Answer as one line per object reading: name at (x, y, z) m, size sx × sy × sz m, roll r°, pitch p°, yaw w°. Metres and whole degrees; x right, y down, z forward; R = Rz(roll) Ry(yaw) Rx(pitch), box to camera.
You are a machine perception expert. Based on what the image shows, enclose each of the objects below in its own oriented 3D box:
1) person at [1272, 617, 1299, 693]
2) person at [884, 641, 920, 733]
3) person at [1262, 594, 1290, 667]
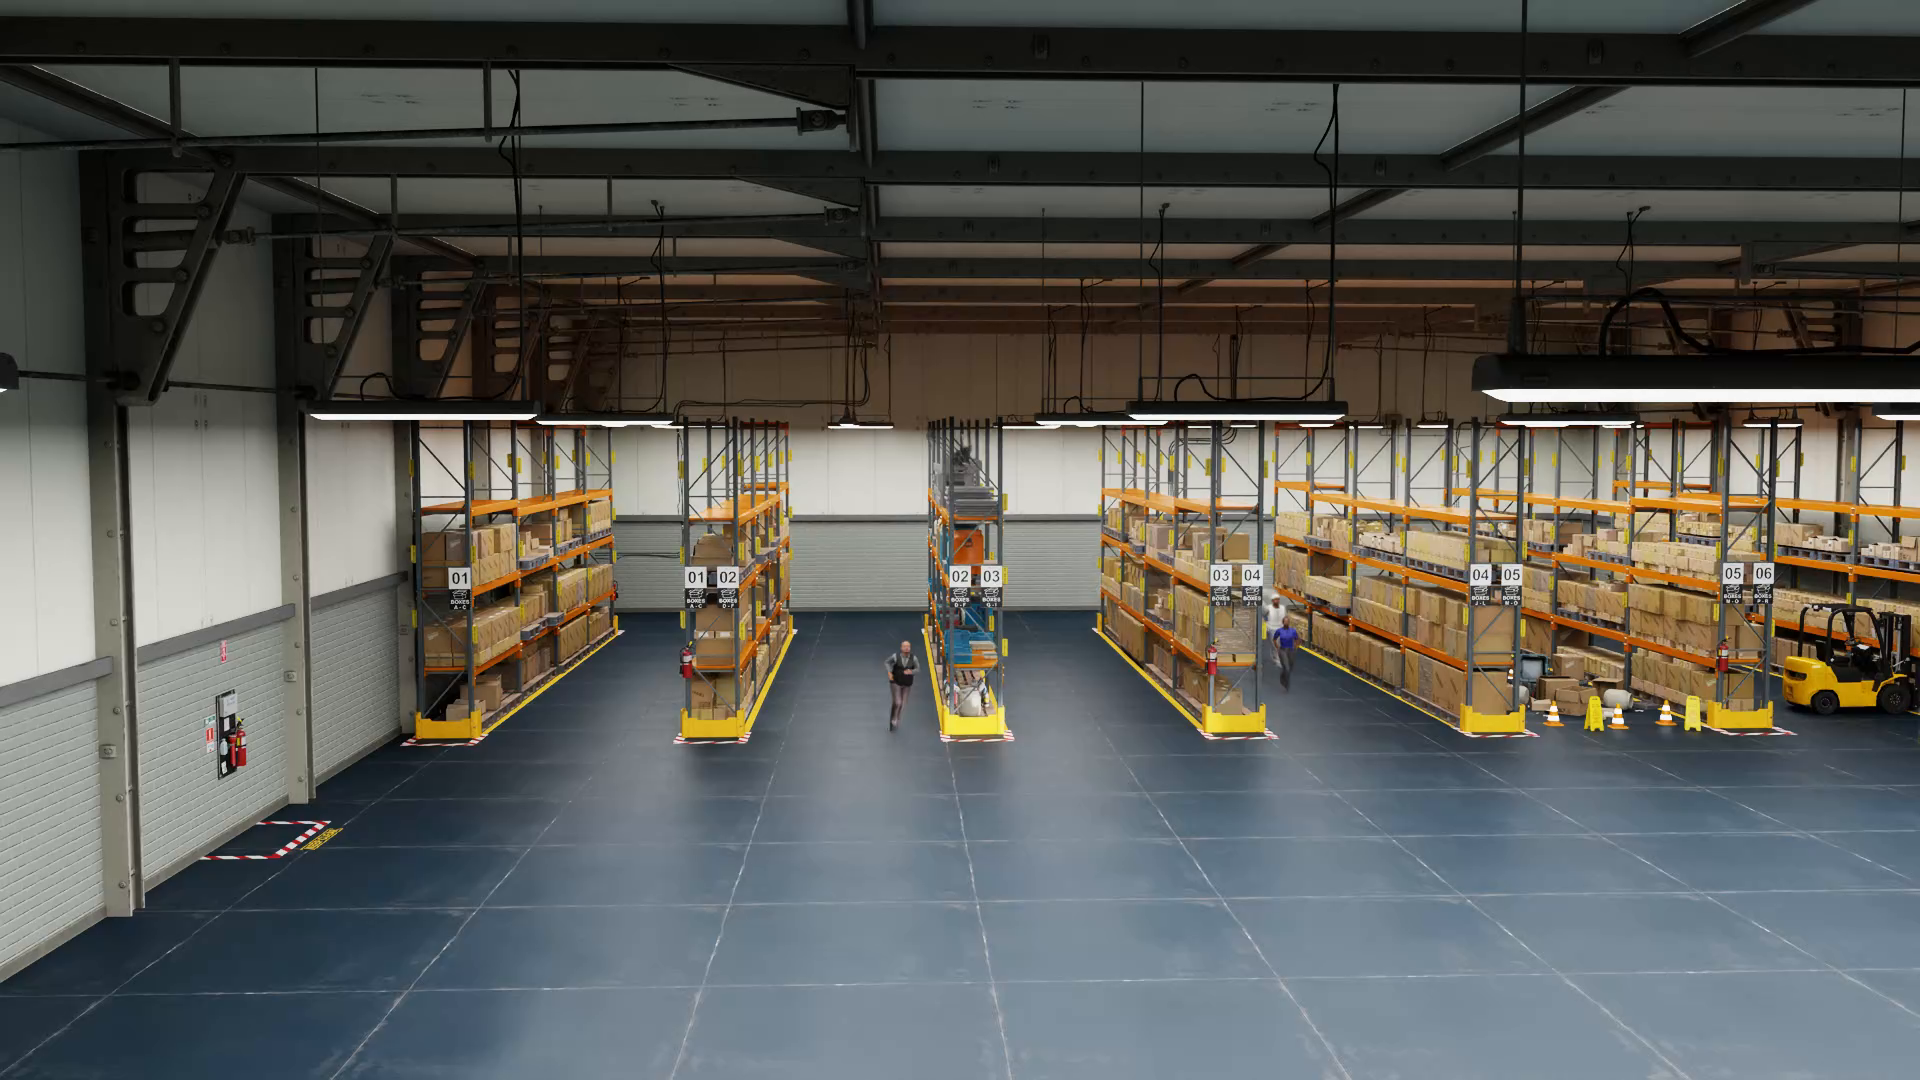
person at (7.211, 2.517, 36.746) m, size 0.574 × 1.656 × 0.783 m, roll 0°, pitch 4°, yaw -5°
person at (-1.100, 2.815, 31.843) m, size 0.640 × 1.777 × 0.675 m, roll -1°, pitch 4°, yaw -18°
person at (7.717, 2.198, 40.773) m, size 0.680 × 1.762 × 0.802 m, roll -1°, pitch 4°, yaw -9°
